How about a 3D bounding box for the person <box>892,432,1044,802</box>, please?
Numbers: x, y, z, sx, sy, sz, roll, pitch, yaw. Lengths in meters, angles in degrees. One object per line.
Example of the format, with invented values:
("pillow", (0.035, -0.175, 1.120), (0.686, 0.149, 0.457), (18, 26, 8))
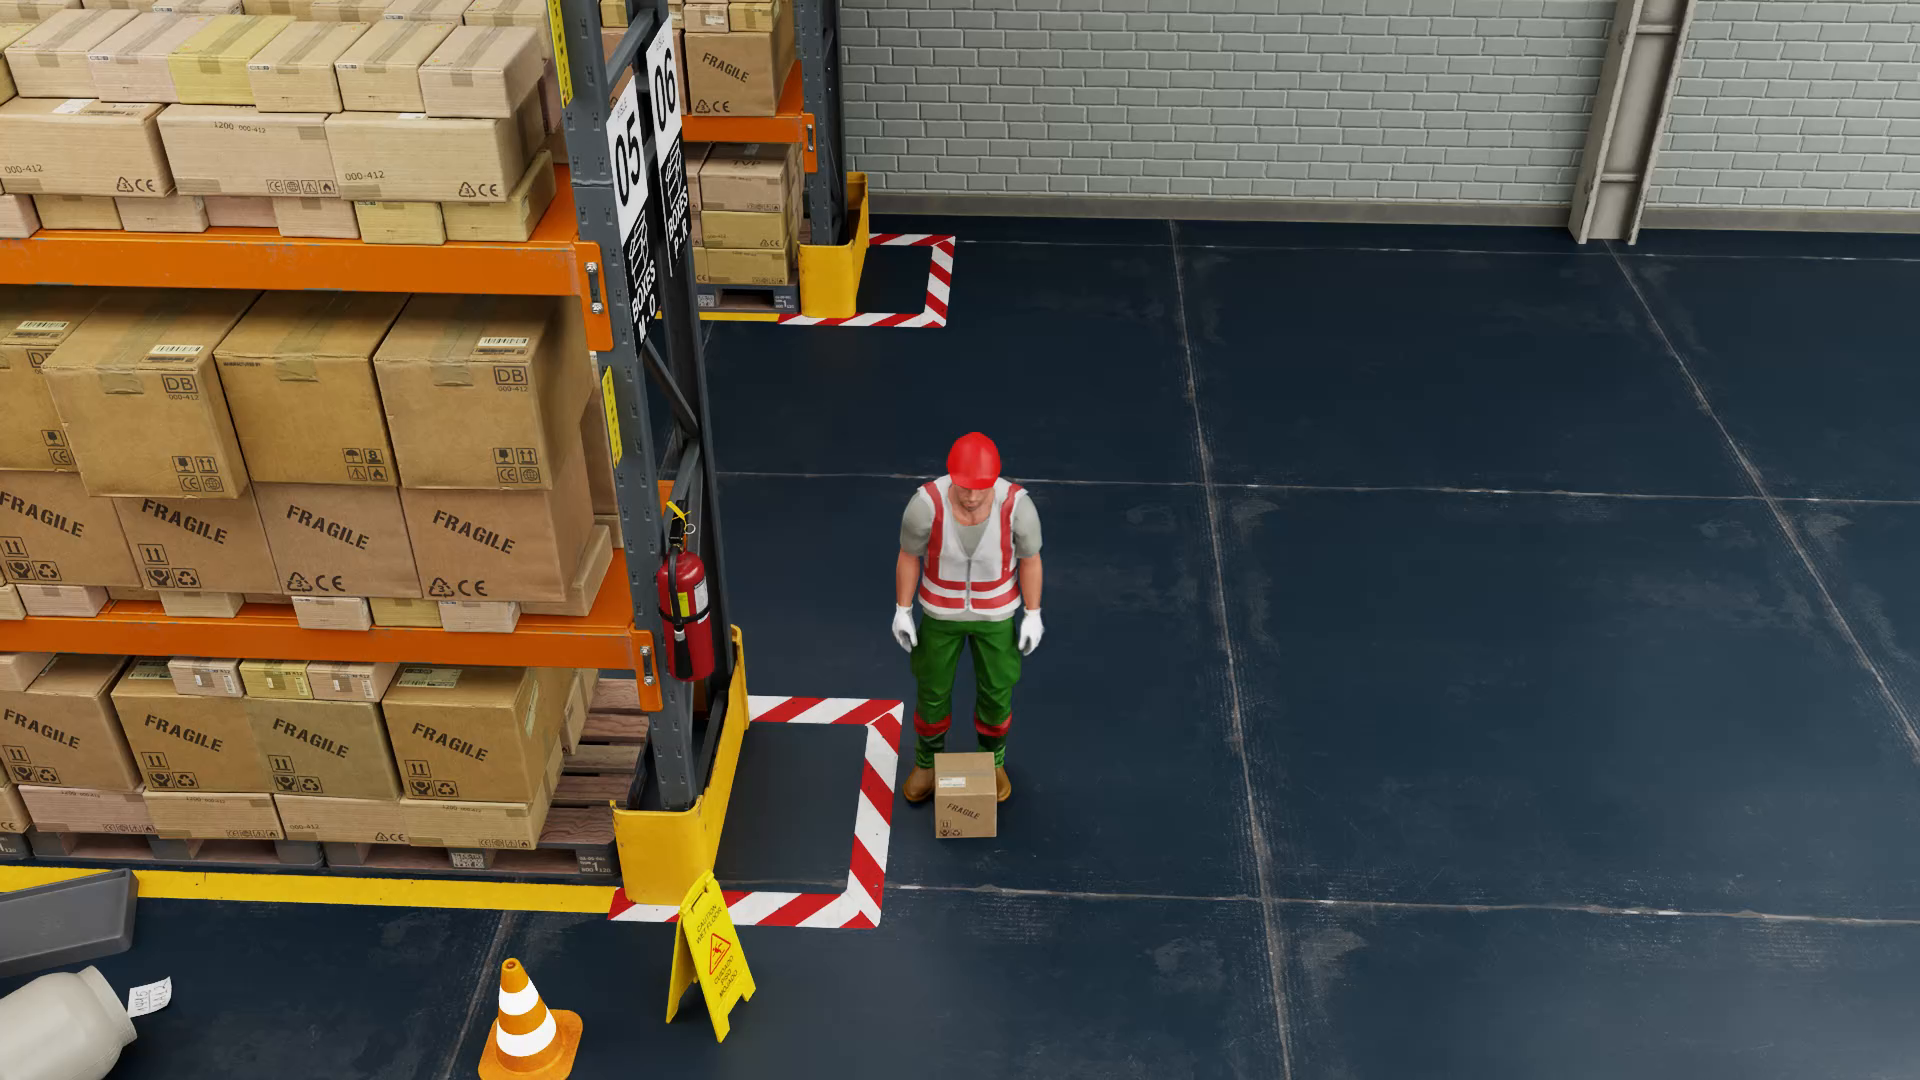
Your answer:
("person", (0.032, 0.311, 6.667), (0.610, 1.779, 0.454), (1, 35, 2))
